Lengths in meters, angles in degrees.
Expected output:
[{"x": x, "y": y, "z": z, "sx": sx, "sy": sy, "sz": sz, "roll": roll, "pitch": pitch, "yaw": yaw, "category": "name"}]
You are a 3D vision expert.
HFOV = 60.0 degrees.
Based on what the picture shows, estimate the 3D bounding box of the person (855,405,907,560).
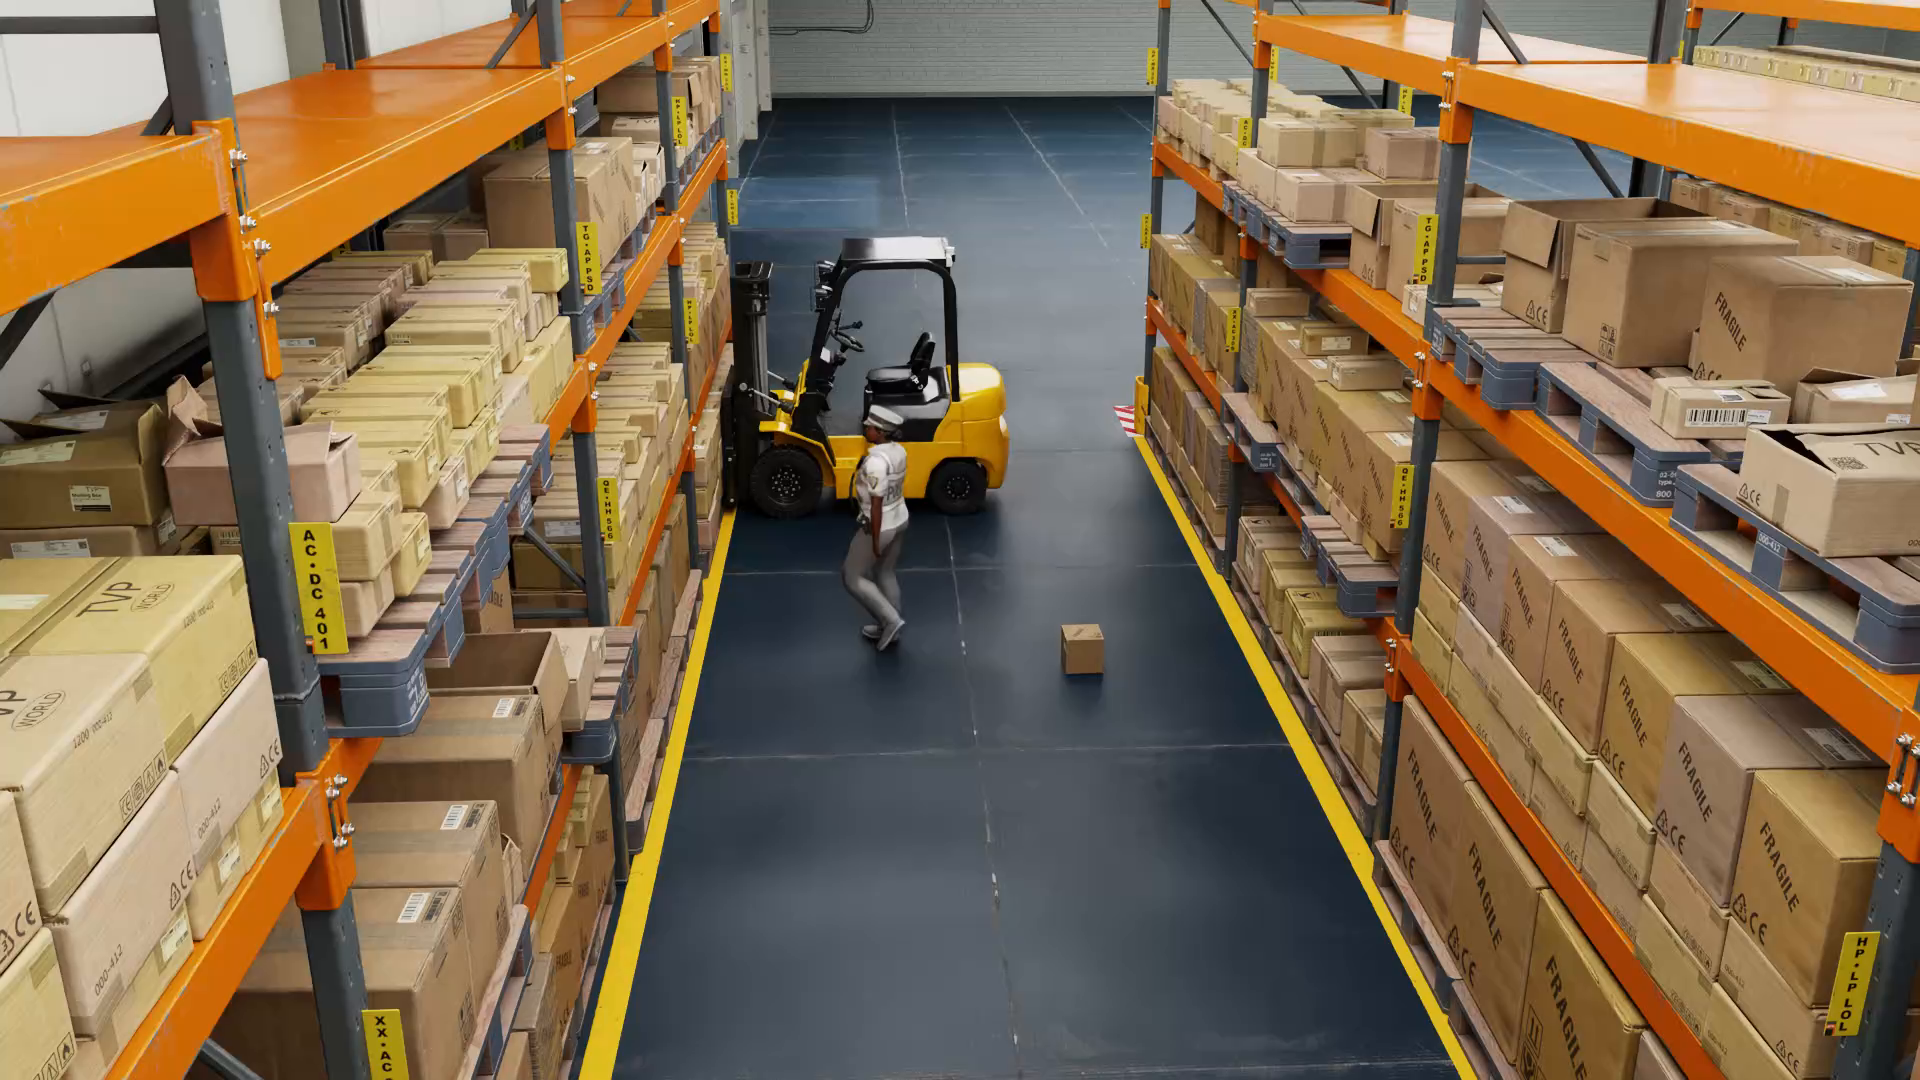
[{"x": -0.531, "y": -0.397, "z": 11.107, "sx": 0.313, "sy": 1.017, "sz": 0.447, "roll": 9, "pitch": 22, "yaw": 23, "category": "person"}]
